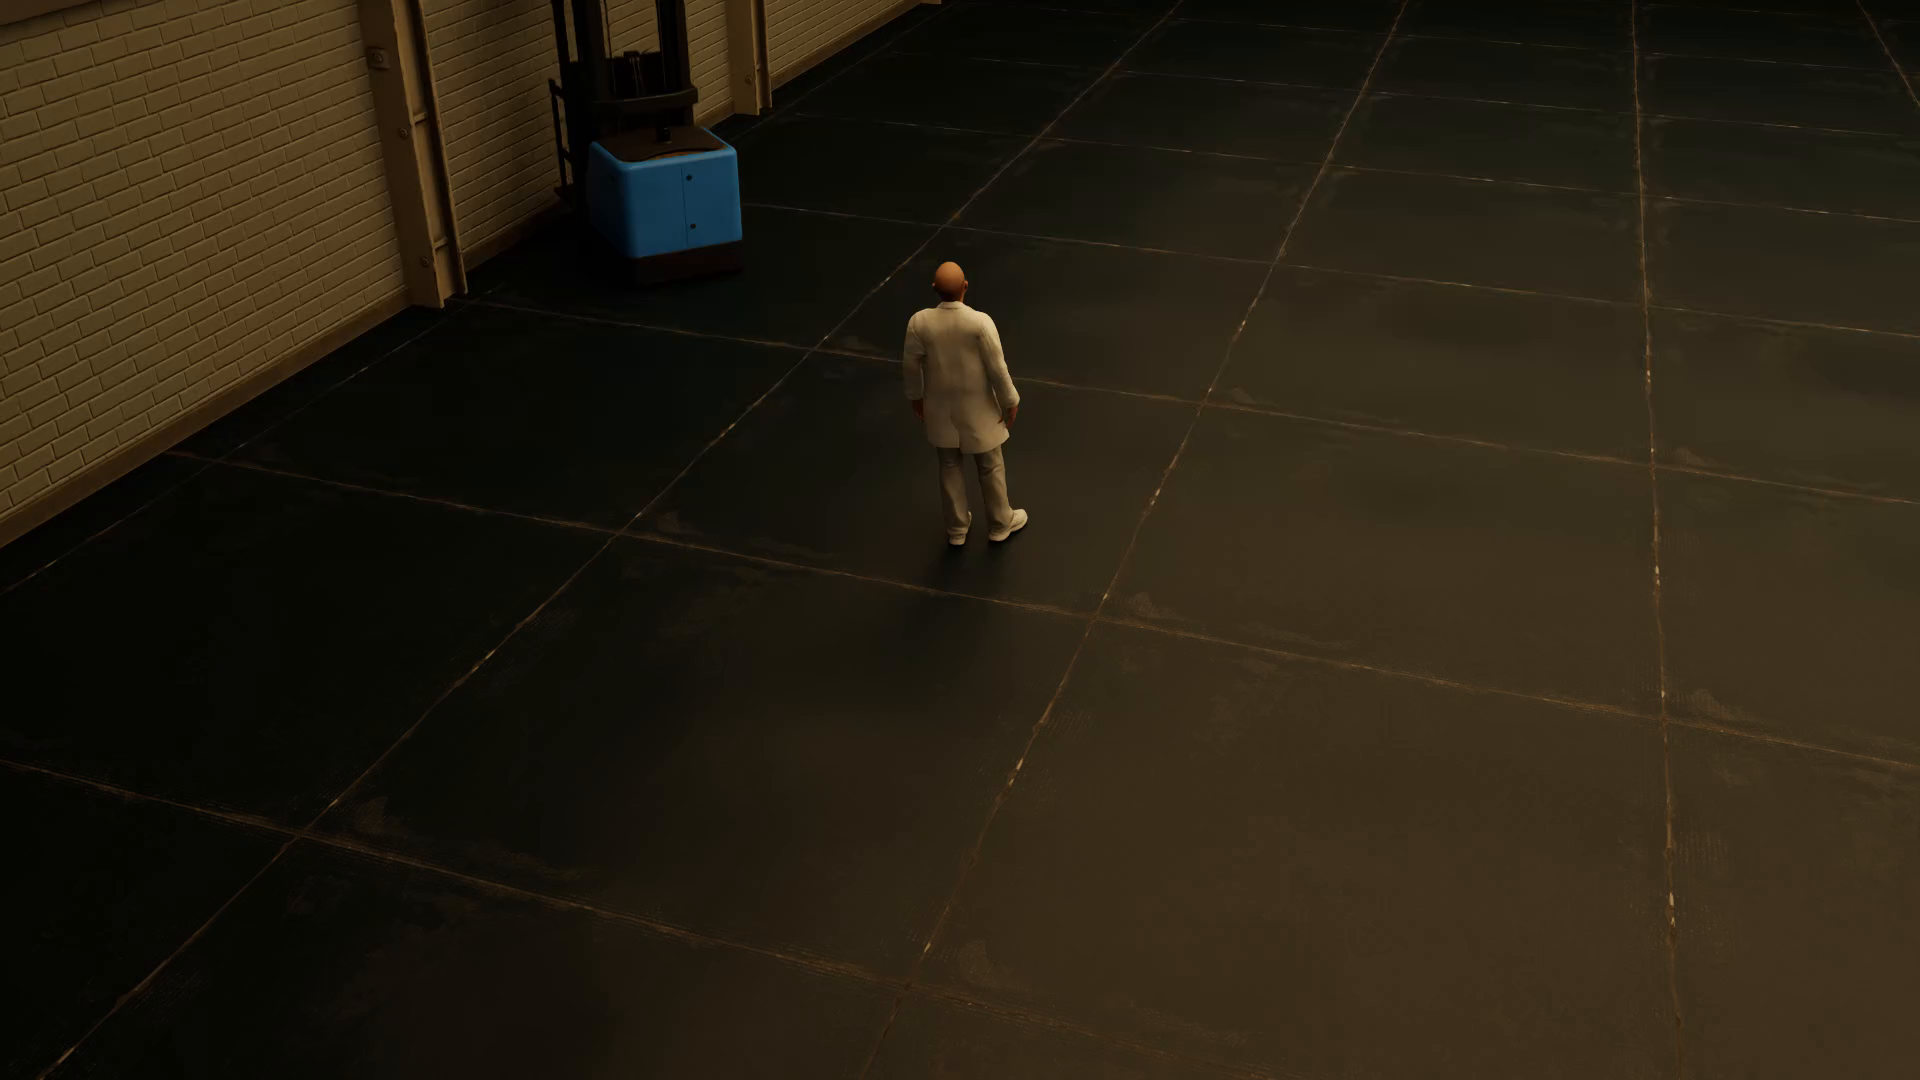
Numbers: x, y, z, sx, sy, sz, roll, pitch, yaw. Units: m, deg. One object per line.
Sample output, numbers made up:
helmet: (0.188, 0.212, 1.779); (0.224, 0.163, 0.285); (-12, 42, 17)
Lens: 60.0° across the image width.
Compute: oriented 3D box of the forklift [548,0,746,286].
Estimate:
forklift: (-2.947, -4.048, 14.238); (1.130, 2.935, 3.031); (-15, 33, -24)

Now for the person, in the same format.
person: (0.033, -0.821, 9.726); (0.698, 1.777, 0.578); (10, 31, 16)
